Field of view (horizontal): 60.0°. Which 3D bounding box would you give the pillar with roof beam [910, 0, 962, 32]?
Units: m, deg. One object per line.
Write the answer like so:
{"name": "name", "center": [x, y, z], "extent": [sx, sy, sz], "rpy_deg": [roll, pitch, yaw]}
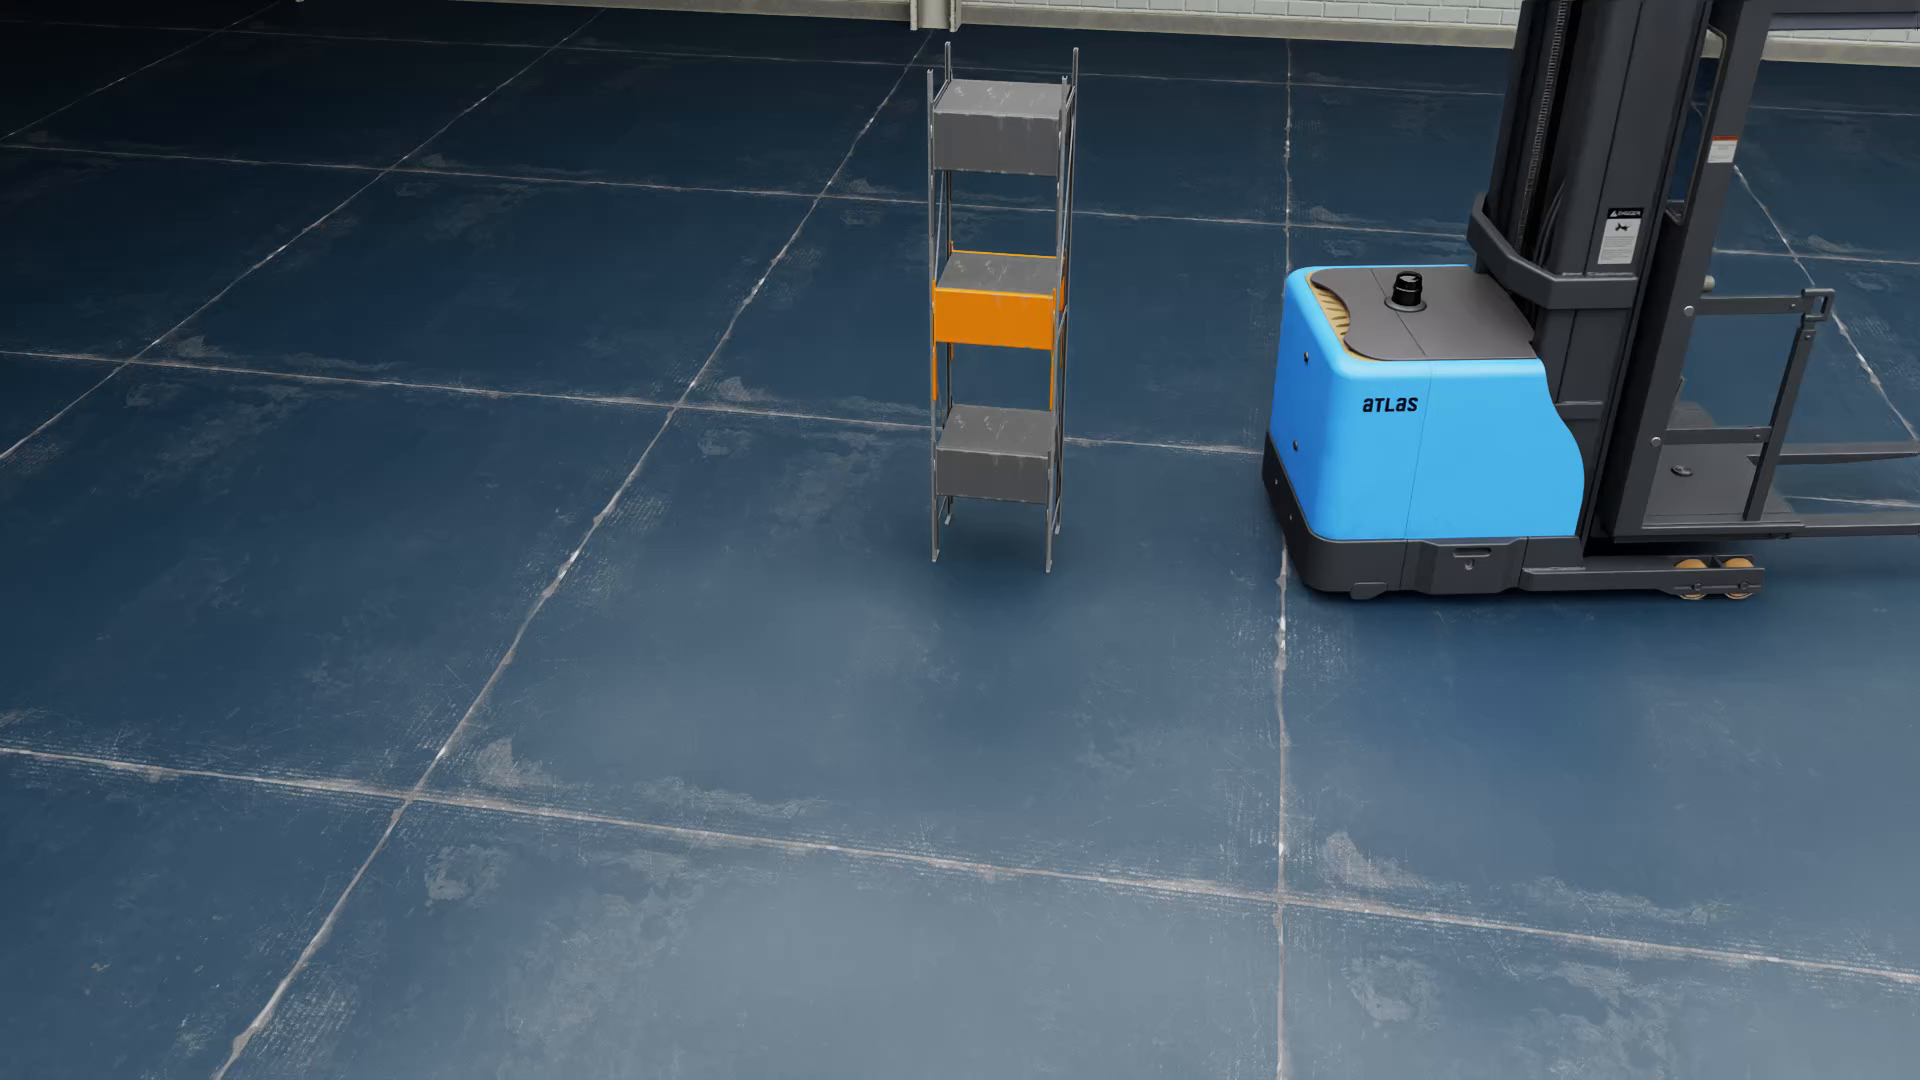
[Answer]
{"name": "pillar with roof beam", "center": [-0.930, -5.988, 8.336], "extent": [0.400, 9.000, 9.100], "rpy_deg": [5, 32, 8]}

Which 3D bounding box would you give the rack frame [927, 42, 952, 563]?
{"name": "rack frame", "center": [-0.077, -0.897, 6.704], "extent": [0.015, 2.100, 0.400], "rpy_deg": [5, 32, 8]}

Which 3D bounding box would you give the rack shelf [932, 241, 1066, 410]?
{"name": "rack shelf", "center": [0.163, -0.864, 6.677], "extent": [0.480, 0.518, 0.431], "rpy_deg": [5, 32, 8]}

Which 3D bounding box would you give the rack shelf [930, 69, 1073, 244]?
{"name": "rack shelf", "center": [0.163, -1.457, 6.305], "extent": [0.480, 0.518, 0.431], "rpy_deg": [5, 32, 8]}

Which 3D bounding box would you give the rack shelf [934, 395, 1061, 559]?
{"name": "rack shelf", "center": [0.163, -0.270, 7.048], "extent": [0.480, 0.518, 0.431], "rpy_deg": [5, 32, 8]}

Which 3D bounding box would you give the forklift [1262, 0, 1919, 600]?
{"name": "forklift", "center": [2.905, -1.277, 6.527], "extent": [3.031, 2.935, 1.130], "rpy_deg": [-1, 32, -2]}

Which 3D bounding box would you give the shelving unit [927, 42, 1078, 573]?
{"name": "shelving unit", "center": [0.163, -0.875, 6.669], "extent": [0.503, 2.100, 0.431], "rpy_deg": [5, 32, 8]}

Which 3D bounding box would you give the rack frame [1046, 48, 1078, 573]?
{"name": "rack frame", "center": [0.404, -0.853, 6.634], "extent": [0.015, 2.100, 0.400], "rpy_deg": [5, 32, 8]}
